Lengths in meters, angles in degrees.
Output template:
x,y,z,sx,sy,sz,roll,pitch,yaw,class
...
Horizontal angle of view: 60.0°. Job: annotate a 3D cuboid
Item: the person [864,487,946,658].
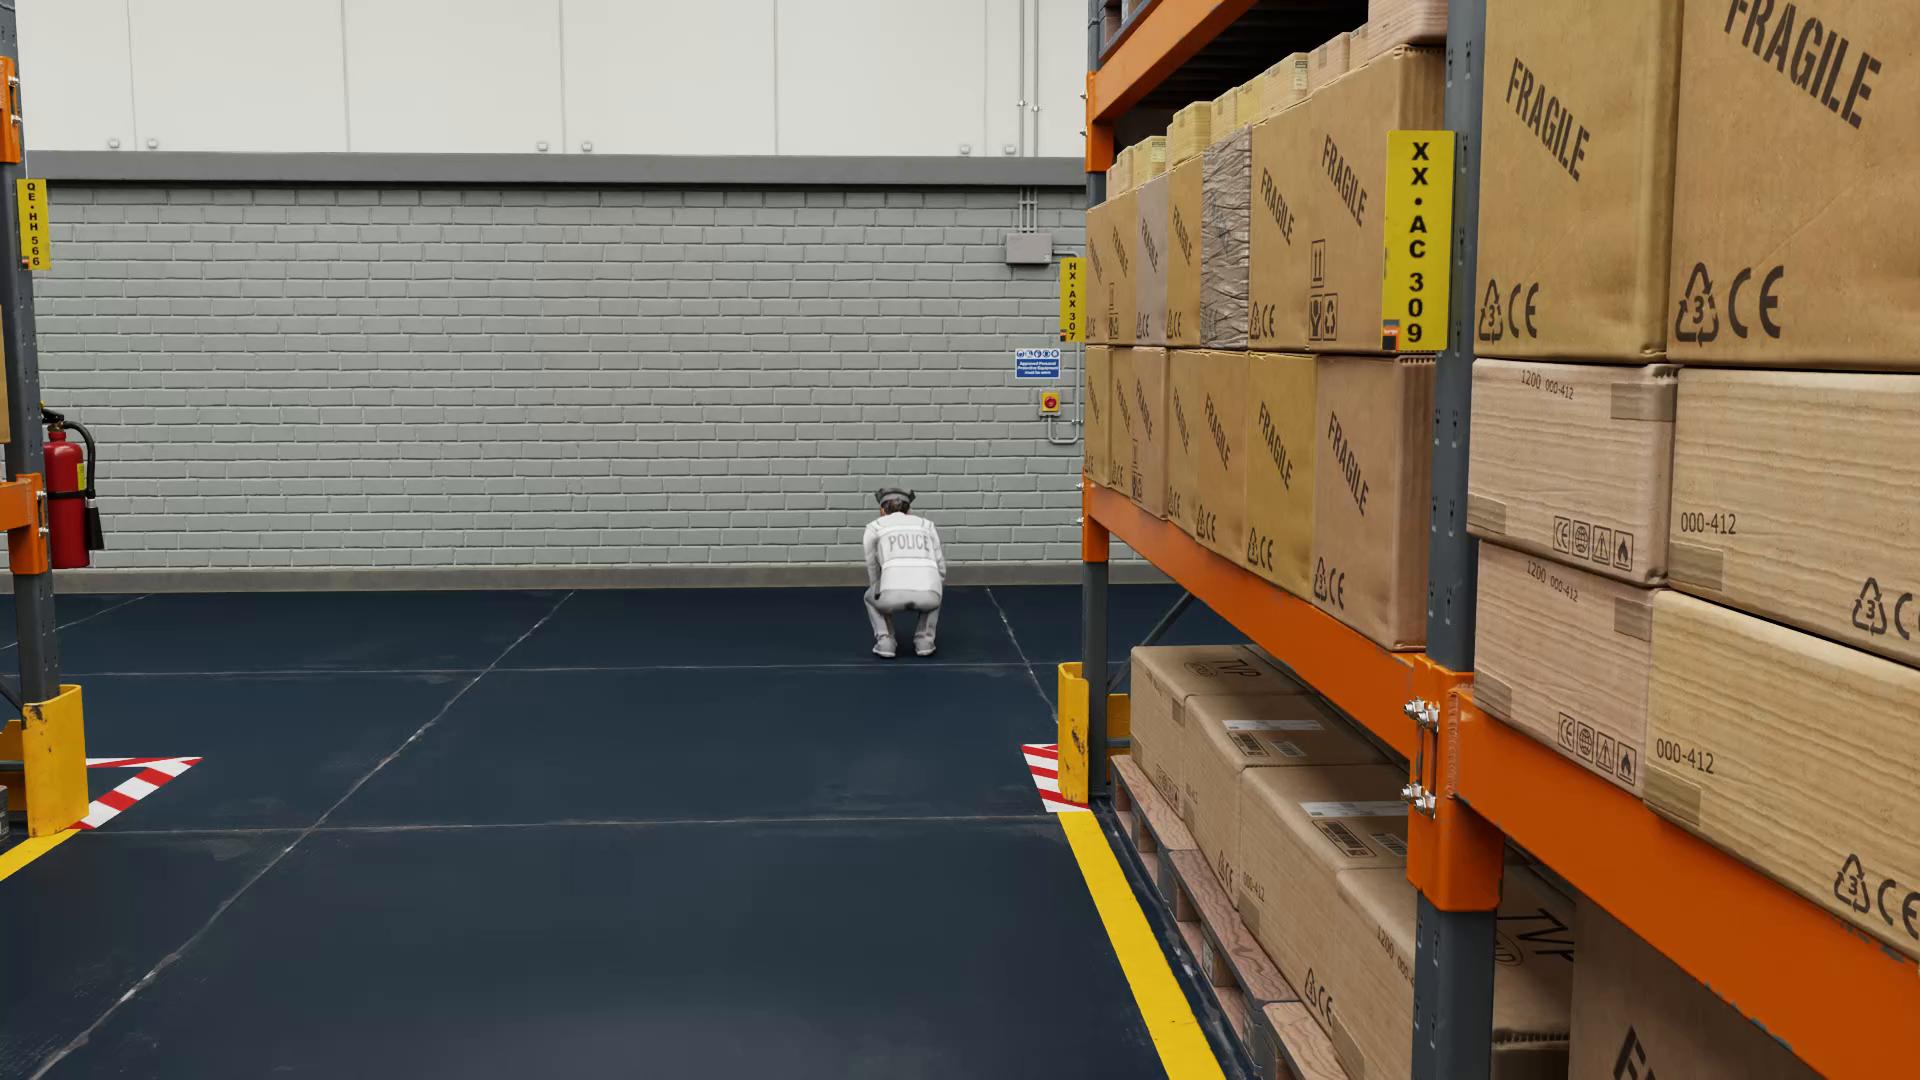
x,y,z,sx,sy,sz,roll,pitch,yaw,class
-0.317,0.181,9.724,0.494,0.965,0.831,-1,7,-4,person
